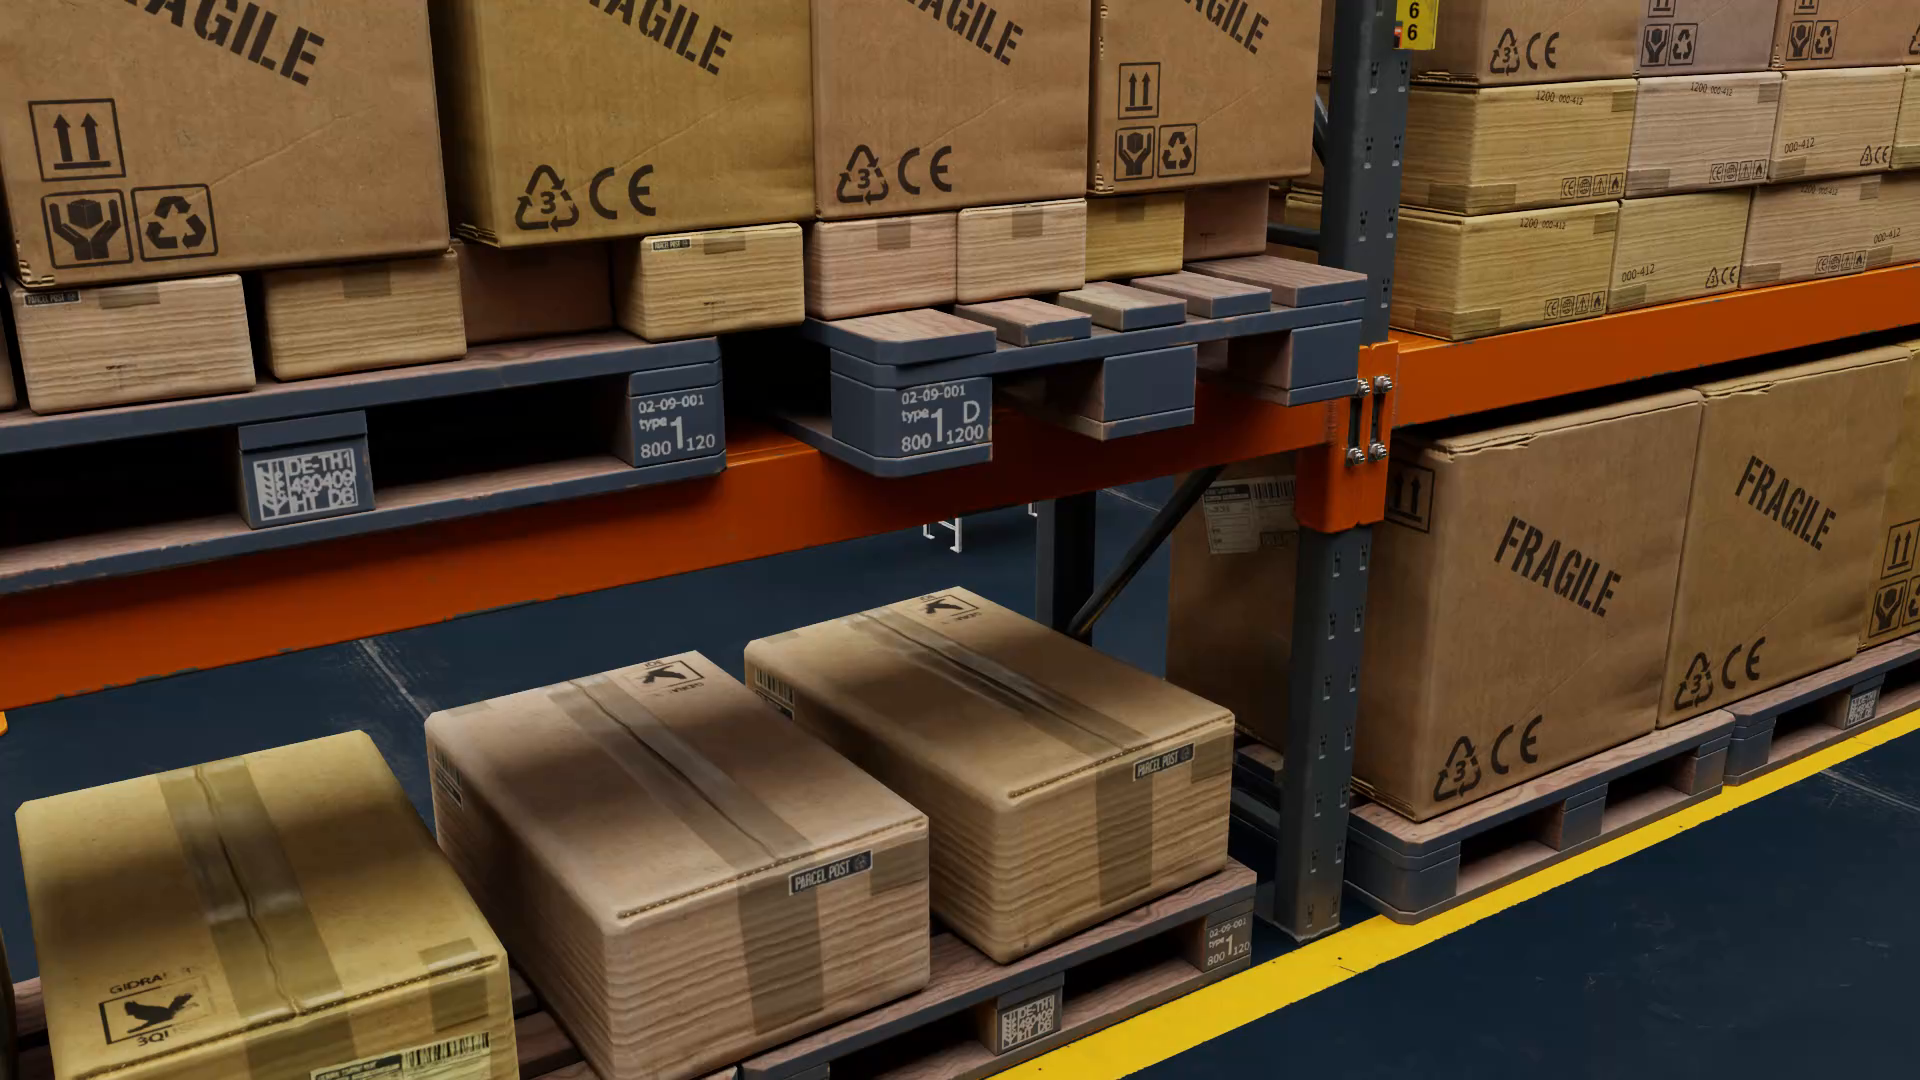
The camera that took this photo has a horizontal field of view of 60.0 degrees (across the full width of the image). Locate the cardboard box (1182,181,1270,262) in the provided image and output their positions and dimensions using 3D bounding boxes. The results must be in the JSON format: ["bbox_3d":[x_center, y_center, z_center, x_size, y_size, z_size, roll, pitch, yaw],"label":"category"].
[{"bbox_3d":[0.372,-0.638,3.185,0.250,0.149,0.380,-11,22,-29],"label":"cardboard box"}]

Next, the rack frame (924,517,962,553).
[{"bbox_3d":[-0.066,-0.555,6.012,0.015,1.200,0.240,-12,22,-31],"label":"rack frame"}]

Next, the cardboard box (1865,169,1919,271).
[{"bbox_3d":[2.334,-0.901,4.460,0.500,0.250,0.500,-12,22,-31],"label":"cardboard box"}]

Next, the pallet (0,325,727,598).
[{"bbox_3d":[-1.115,-0.228,2.536,1.213,0.211,1.003,-12,22,-31],"label":"pallet"}]

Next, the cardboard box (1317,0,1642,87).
[{"bbox_3d":[1.062,-1.221,3.457,0.500,0.500,0.500,-13,22,-33],"label":"cardboard box"}]

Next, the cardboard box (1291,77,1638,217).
[{"bbox_3d":[1.075,-0.868,3.582,0.500,0.250,0.500,-12,22,-32],"label":"cardboard box"}]

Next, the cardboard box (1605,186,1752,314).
[{"bbox_3d":[1.482,-0.722,3.931,0.500,0.250,0.500,-13,22,-33],"label":"cardboard box"}]

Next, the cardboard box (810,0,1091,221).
[{"bbox_3d":[-0.136,-0.818,2.704,0.500,0.500,0.500,-12,22,-32],"label":"cardboard box"}]

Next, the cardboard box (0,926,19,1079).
[{"bbox_3d":[-1.789,0.851,2.492,0.625,0.372,0.950,-10,21,-28],"label":"cardboard box"}]

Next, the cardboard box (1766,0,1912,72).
[{"bbox_3d":[1.912,-1.398,3.980,0.500,0.500,0.500,-11,22,-30],"label":"cardboard box"}]

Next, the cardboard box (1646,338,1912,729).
[{"bbox_3d":[1.886,-0.127,4.598,0.875,0.875,0.875,-12,22,-31],"label":"cardboard box"}]

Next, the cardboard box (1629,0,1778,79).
[{"bbox_3d":[1.471,-1.311,3.723,0.500,0.500,0.500,-12,22,-31],"label":"cardboard box"}]

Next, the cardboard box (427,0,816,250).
[{"bbox_3d":[-0.557,-0.729,2.440,0.500,0.500,0.500,-14,23,-35],"label":"cardboard box"}]

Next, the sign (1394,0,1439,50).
[{"bbox_3d":[0.822,-1.046,2.972,0.005,0.325,0.100,-12,22,-31],"label":"sign"}]

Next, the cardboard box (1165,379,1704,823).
[{"bbox_3d":[1.139,0.029,4.137,0.875,0.875,0.875,-12,22,-32],"label":"cardboard box"}]

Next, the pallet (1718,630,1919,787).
[{"bbox_3d":[2.234,0.310,4.999,1.213,0.211,1.003,-12,22,-31],"label":"pallet"}]

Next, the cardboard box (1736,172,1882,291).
[{"bbox_3d":[1.924,-0.813,4.200,0.500,0.250,0.500,-11,22,-30],"label":"cardboard box"}]

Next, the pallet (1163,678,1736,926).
[{"bbox_3d":[1.216,0.523,4.367,1.213,0.211,1.003,-12,22,-31],"label":"pallet"}]

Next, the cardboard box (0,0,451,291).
[{"bbox_3d":[-1.014,-0.633,2.156,0.500,0.500,0.500,-13,23,-34],"label":"cardboard box"}]

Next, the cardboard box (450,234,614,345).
[{"bbox_3d":[-0.714,-0.410,2.511,0.250,0.149,0.380,-12,22,-31],"label":"cardboard box"}]

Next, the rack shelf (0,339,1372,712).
[{"bbox_3d":[-1.154,0.014,2.643,4.000,0.370,1.077,-12,22,-31],"label":"rack shelf"}]

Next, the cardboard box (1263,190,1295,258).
[{"bbox_3d":[0.796,-0.766,4.062,0.500,0.250,0.500,-13,23,-33],"label":"cardboard box"}]

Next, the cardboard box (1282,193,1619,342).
[{"bbox_3d":[1.063,-0.627,3.649,0.500,0.250,0.500,-12,22,-32],"label":"cardboard box"}]

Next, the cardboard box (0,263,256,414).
[{"bbox_3d":[-1.085,-0.289,2.153,0.250,0.149,0.380,-11,22,-29],"label":"cardboard box"}]

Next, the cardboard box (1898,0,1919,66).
[{"bbox_3d":[2.335,-1.486,4.240,0.500,0.500,0.500,-12,22,-31],"label":"cardboard box"}]

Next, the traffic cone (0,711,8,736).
[{"bbox_3d":[-2.867,0.316,4.588,0.334,0.463,0.336,-12,22,-31],"label":"traffic cone"}]

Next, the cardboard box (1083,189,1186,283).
[{"bbox_3d":[0.188,-0.572,2.989,0.250,0.149,0.380,-12,22,-31],"label":"cardboard box"}]

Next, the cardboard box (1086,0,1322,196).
[{"bbox_3d":[0.289,-0.912,2.982,0.500,0.500,0.500,-13,22,-33],"label":"cardboard box"}]

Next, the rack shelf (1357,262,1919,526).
[{"bbox_3d":[2.186,-0.690,4.727,4.000,0.370,1.077,-12,22,-31],"label":"rack shelf"}]

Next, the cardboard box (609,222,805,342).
[{"bbox_3d":[-0.435,-0.421,2.543,0.250,0.149,0.380,-11,22,-30],"label":"cardboard box"}]

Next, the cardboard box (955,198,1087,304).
[{"bbox_3d":[0.002,-0.515,2.822,0.250,0.149,0.380,-12,22,-32],"label":"cardboard box"}]

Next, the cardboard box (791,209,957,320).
[{"bbox_3d":[-0.213,-0.473,2.697,0.250,0.149,0.380,-13,23,-34],"label":"cardboard box"}]

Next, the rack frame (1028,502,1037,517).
[{"bbox_3d":[0.342,-0.641,6.266,0.015,1.200,0.240,-12,22,-31],"label":"rack frame"}]

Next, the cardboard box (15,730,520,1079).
[{"bbox_3d":[-1.210,0.728,2.855,0.625,0.372,0.950,-11,22,-30],"label":"cardboard box"}]

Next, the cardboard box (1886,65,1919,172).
[{"bbox_3d":[2.361,-1.129,4.354,0.500,0.250,0.500,-11,22,-30],"label":"cardboard box"}]

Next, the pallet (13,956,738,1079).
[{"bbox_3d":[-1.155,0.993,2.978,1.213,0.211,1.003,-12,22,-31],"label":"pallet"}]

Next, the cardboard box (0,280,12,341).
[{"bbox_3d":[-1.410,-0.414,2.521,0.250,0.149,0.380,-13,23,-33],"label":"cardboard box"}]

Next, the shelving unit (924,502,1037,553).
[{"bbox_3d":[0.138,-0.598,6.139,0.503,1.200,0.258,-12,22,-31],"label":"shelving unit"}]

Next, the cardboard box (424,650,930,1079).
[{"bbox_3d":[-0.573,0.596,3.246,0.625,0.372,0.950,-12,22,-32],"label":"cardboard box"}]

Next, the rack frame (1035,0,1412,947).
[{"bbox_3d":[0.516,-0.679,3.569,0.127,3.000,1.000,-12,22,-31],"label":"rack frame"}]

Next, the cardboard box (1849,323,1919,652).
[{"bbox_3d":[2.633,-0.284,5.063,0.875,0.875,0.875,-11,22,-30],"label":"cardboard box"}]

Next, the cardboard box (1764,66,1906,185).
[{"bbox_3d":[1.930,-1.043,4.100,0.500,0.250,0.500,-12,22,-32],"label":"cardboard box"}]

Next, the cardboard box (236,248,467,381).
[{"bbox_3d":[-0.879,-0.344,2.316,0.250,0.149,0.380,-13,22,-33],"label":"cardboard box"}]

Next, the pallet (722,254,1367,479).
[{"bbox_3d":[-0.021,-0.434,3.145,1.003,0.211,1.213,-12,22,-31],"label":"pallet"}]

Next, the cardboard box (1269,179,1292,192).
[{"bbox_3d":[0.781,-0.998,3.967,0.500,0.250,0.500,-12,22,-32],"label":"cardboard box"}]

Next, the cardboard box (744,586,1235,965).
[{"bbox_3d":[0.039,0.464,3.637,0.625,0.372,0.950,-14,23,-35],"label":"cardboard box"}]

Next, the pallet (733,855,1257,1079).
[{"bbox_3d":[-0.137,0.779,3.610,1.213,0.211,1.003,-12,22,-31],"label":"pallet"}]

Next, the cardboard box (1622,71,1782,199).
[{"bbox_3d":[1.507,-0.959,3.850,0.500,0.250,0.500,-11,22,-30],"label":"cardboard box"}]

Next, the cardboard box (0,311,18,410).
[{"bbox_3d":[-1.336,-0.256,2.056,0.250,0.149,0.380,-12,22,-31],"label":"cardboard box"}]
